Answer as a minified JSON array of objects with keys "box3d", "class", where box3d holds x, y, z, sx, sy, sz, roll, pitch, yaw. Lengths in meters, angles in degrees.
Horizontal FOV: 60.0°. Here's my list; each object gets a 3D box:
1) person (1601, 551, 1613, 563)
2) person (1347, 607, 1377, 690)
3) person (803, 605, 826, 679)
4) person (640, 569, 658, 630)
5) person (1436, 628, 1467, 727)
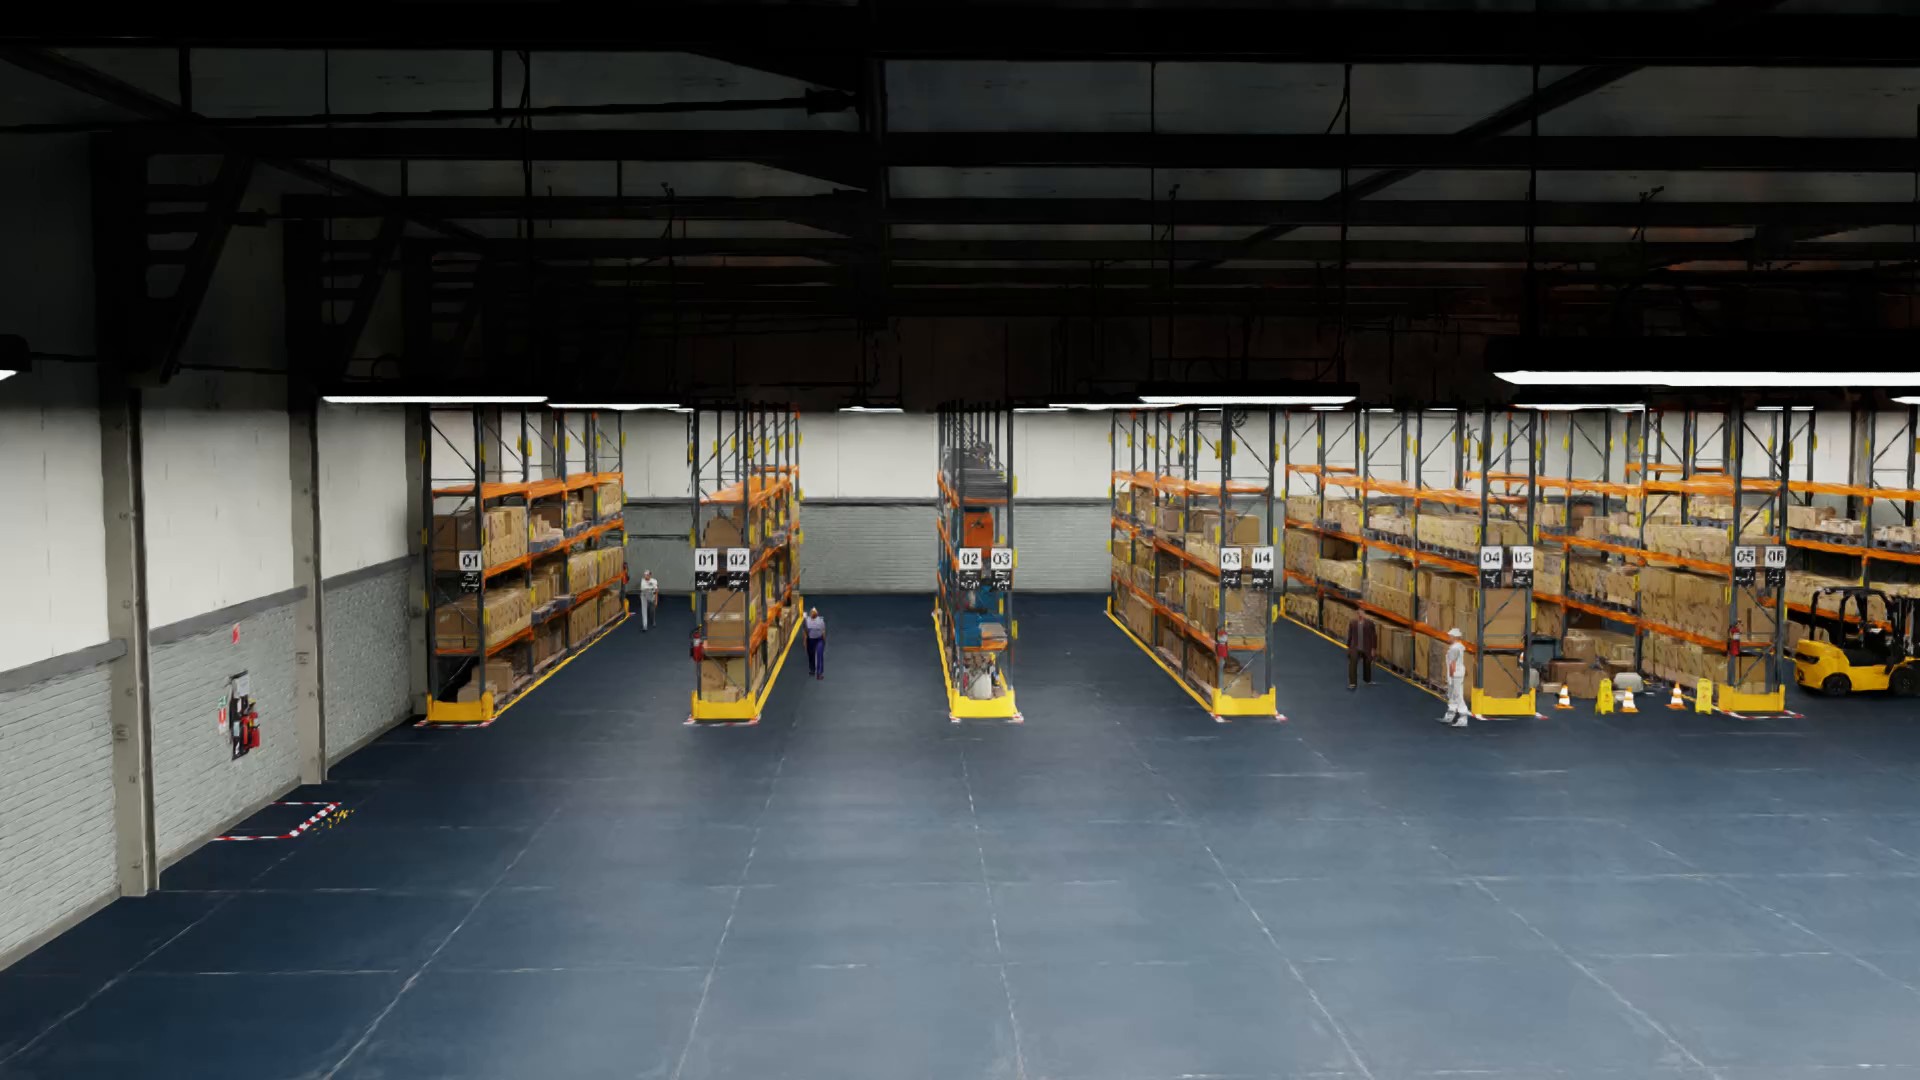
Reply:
[{"box3d":[19.420,1.109,49.909,0.519,1.666,0.507,3,5,35],"class":"person"},{"box3d":[8.358,2.238,34.609,0.634,1.722,1.045,1,5,18],"class":"person"},{"box3d":[-3.162,2.191,36.032,0.479,1.567,1.090,0,4,0],"class":"person"},{"box3d":[-8.235,1.569,44.095,0.493,1.606,1.001,0,4,-3],"class":"person"},{"box3d":[9.037,2.499,30.511,0.588,1.784,0.666,2,5,23],"class":"person"}]
